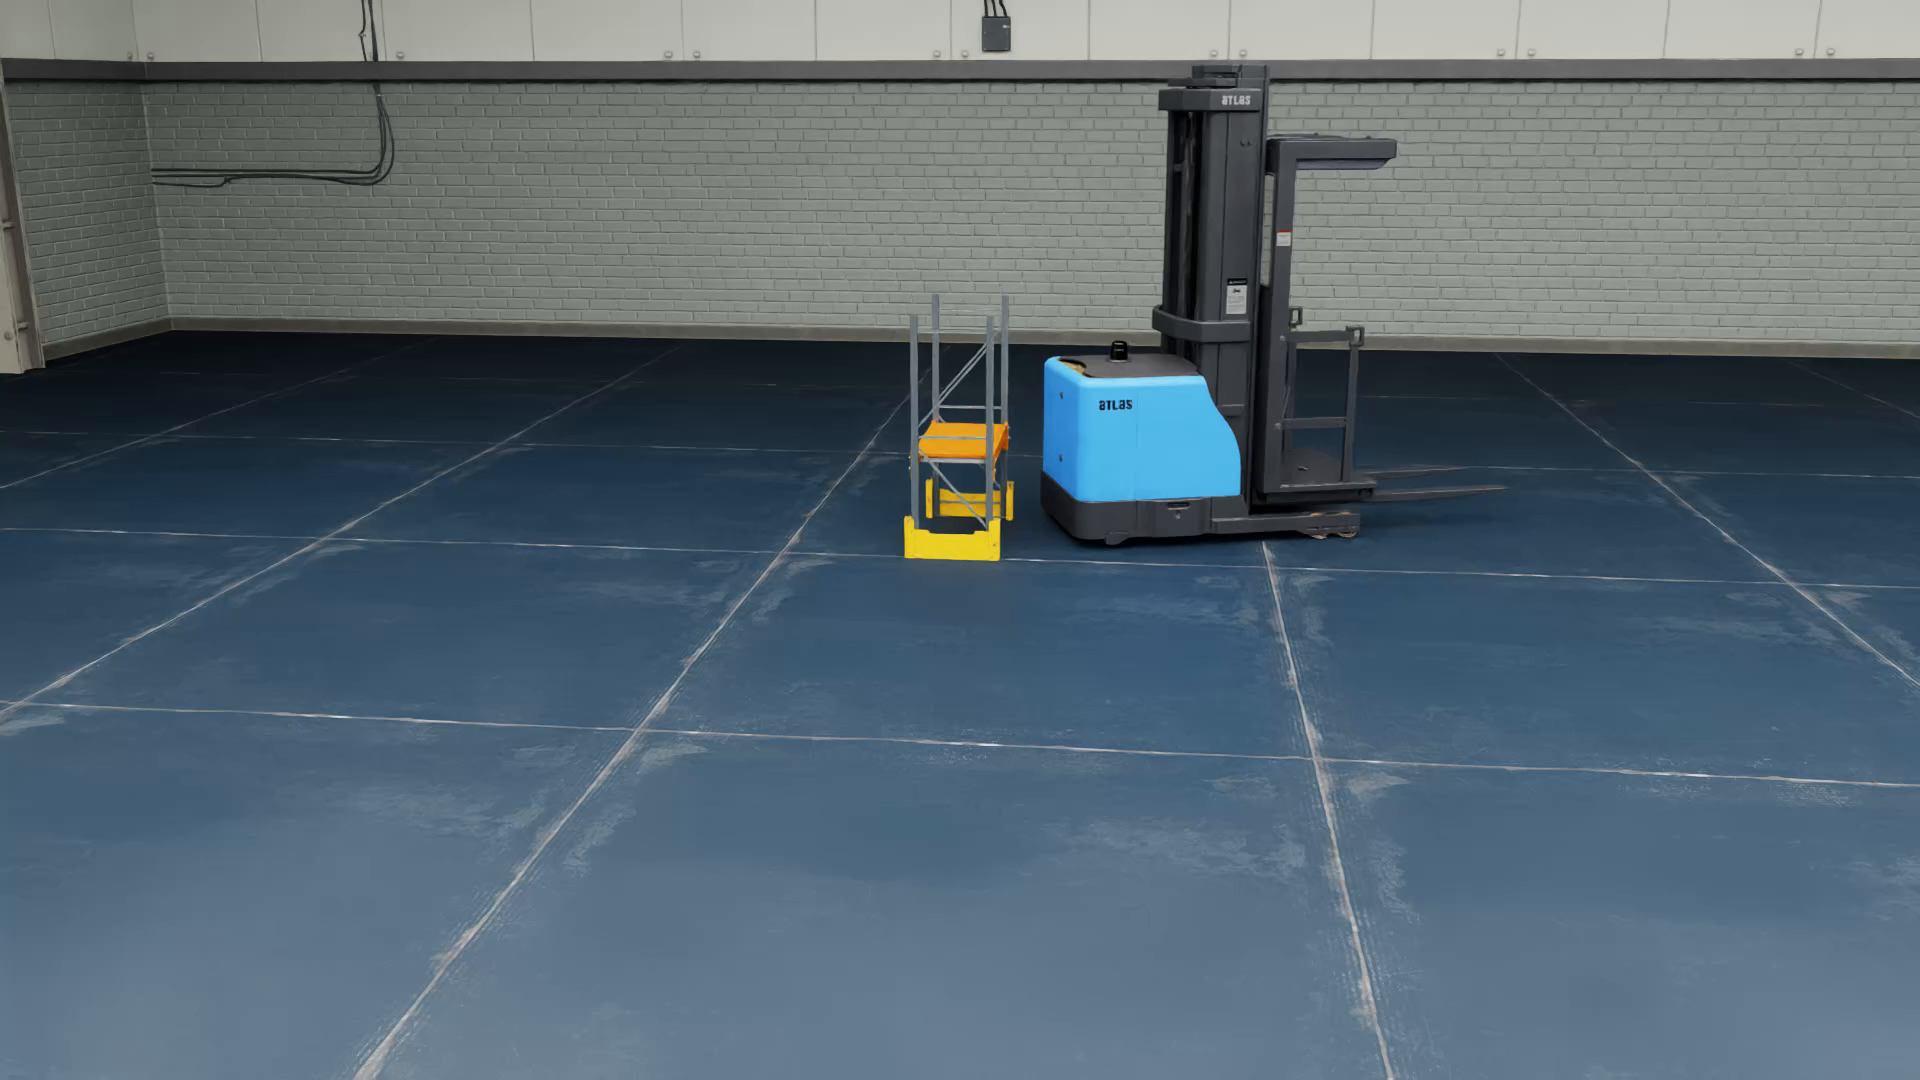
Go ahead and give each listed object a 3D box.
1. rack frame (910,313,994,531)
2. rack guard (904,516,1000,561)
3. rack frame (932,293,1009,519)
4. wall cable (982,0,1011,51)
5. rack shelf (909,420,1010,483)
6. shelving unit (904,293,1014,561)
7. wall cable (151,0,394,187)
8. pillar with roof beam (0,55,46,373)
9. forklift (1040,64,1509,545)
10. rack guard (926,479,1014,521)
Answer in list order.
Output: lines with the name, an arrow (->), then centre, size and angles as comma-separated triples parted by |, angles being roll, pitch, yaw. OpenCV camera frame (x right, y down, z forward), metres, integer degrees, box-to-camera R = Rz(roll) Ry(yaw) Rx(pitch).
rack frame -> -0.048, -0.614, 10.061 | 0.500, 1.500, 0.032 | 2, 15, 6
rack guard -> -0.048, -0.011, 10.225 | 0.587, 0.250, 0.087 | 2, 15, 6
rack frame -> 0.067, -0.878, 11.036 | 0.500, 1.500, 0.032 | 2, 15, 6
wall cable -> 1.385, -8.179, 17.156 | 2.305, 6.003, 0.169 | 2, 15, 6
rack shelf -> 0.010, -0.572, 10.595 | 0.538, 0.185, 1.000 | 2, 15, 6
shelving unit -> 0.009, -0.744, 10.539 | 0.587, 1.500, 1.083 | 2, 15, 6
wall cable -> -8.046, -5.323, 19.055 | 3.097, 2.526, 0.112 | 2, 15, 6
pillar with roof beam -> -5.415, -5.970, 15.499 | 9.100, 9.000, 0.400 | 2, 15, 6
forklift -> 2.116, -1.553, 10.791 | 3.031, 2.935, 1.130 | -3, 15, -11
rack guard -> 0.065, -0.270, 11.180 | 0.587, 0.250, 0.087 | 2, 15, 6
